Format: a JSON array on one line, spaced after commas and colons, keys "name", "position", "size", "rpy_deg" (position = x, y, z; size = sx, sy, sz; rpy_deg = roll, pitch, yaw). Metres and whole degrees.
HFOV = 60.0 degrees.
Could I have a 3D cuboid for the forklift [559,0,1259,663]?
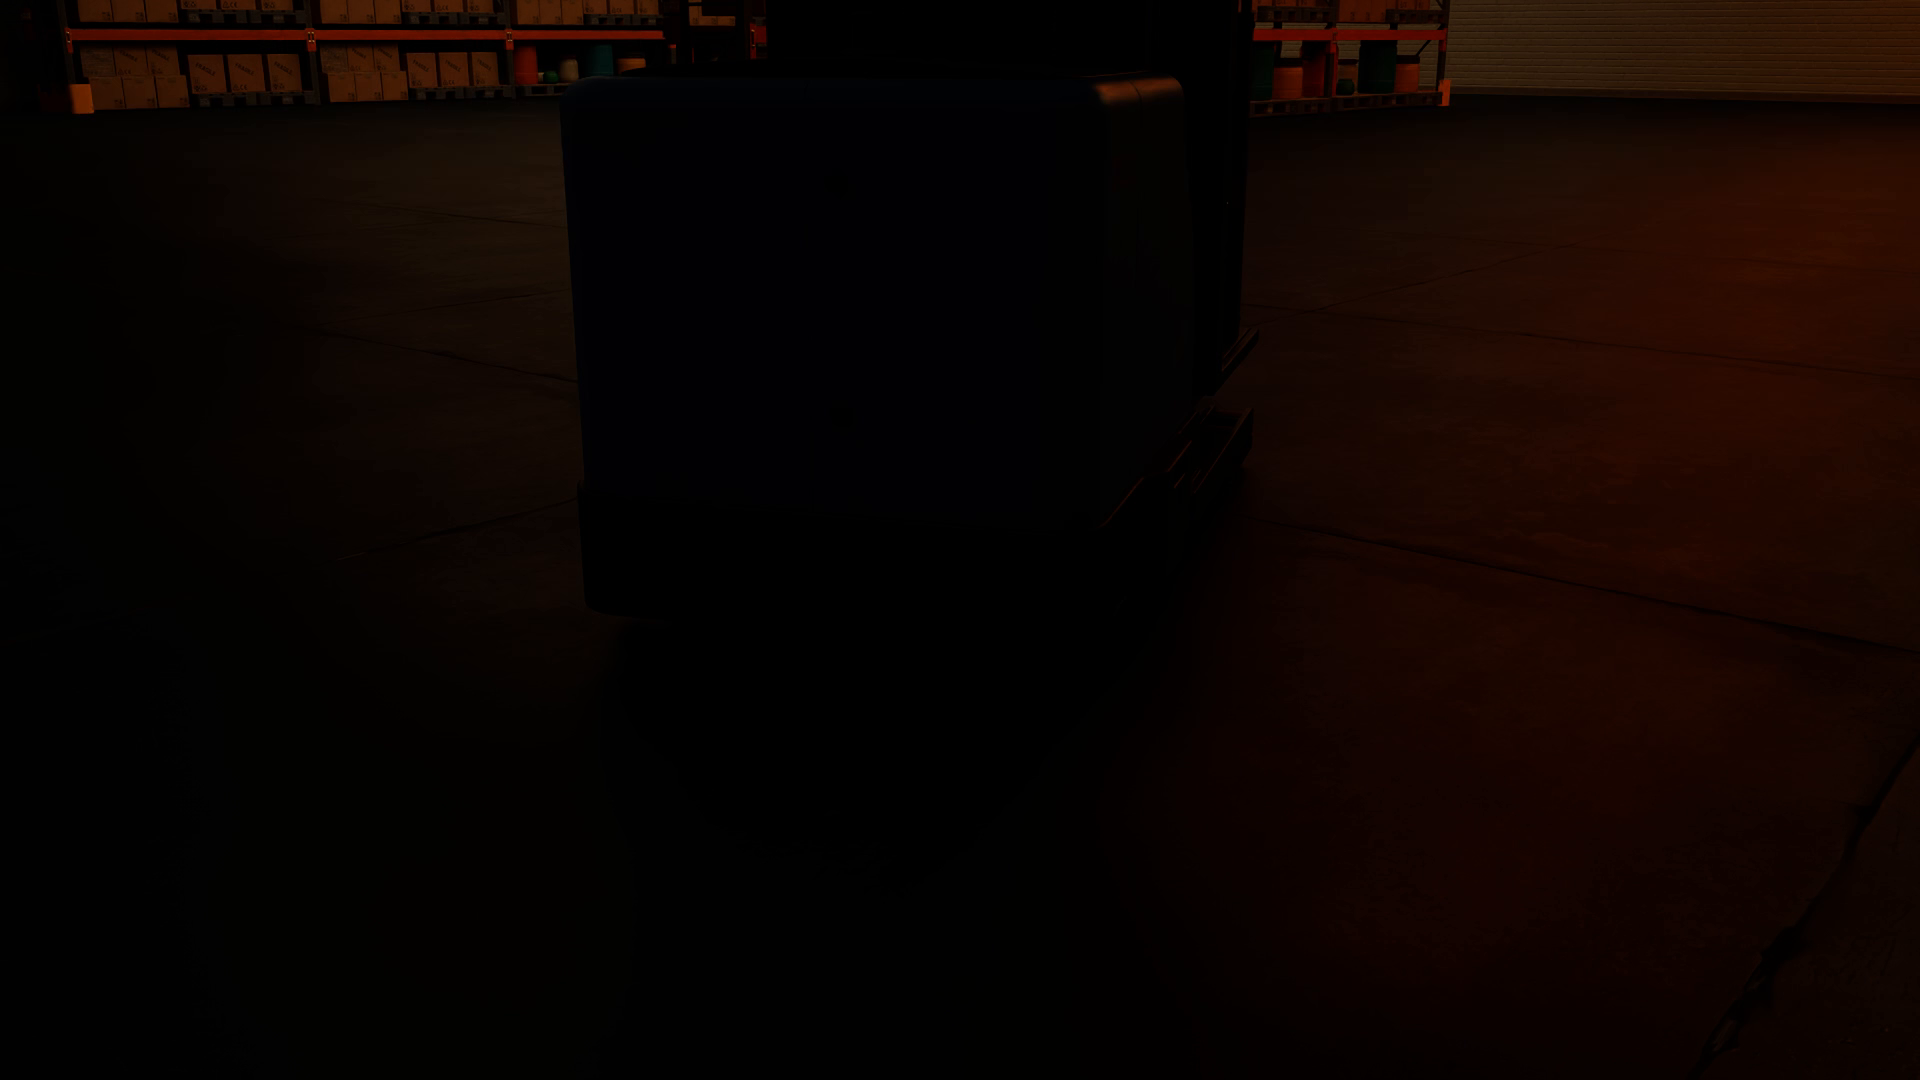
[{"name": "forklift", "position": [0.182, -1.571, 4.072], "size": [1.130, 2.935, 3.031], "rpy_deg": [5, 18, 17]}]
